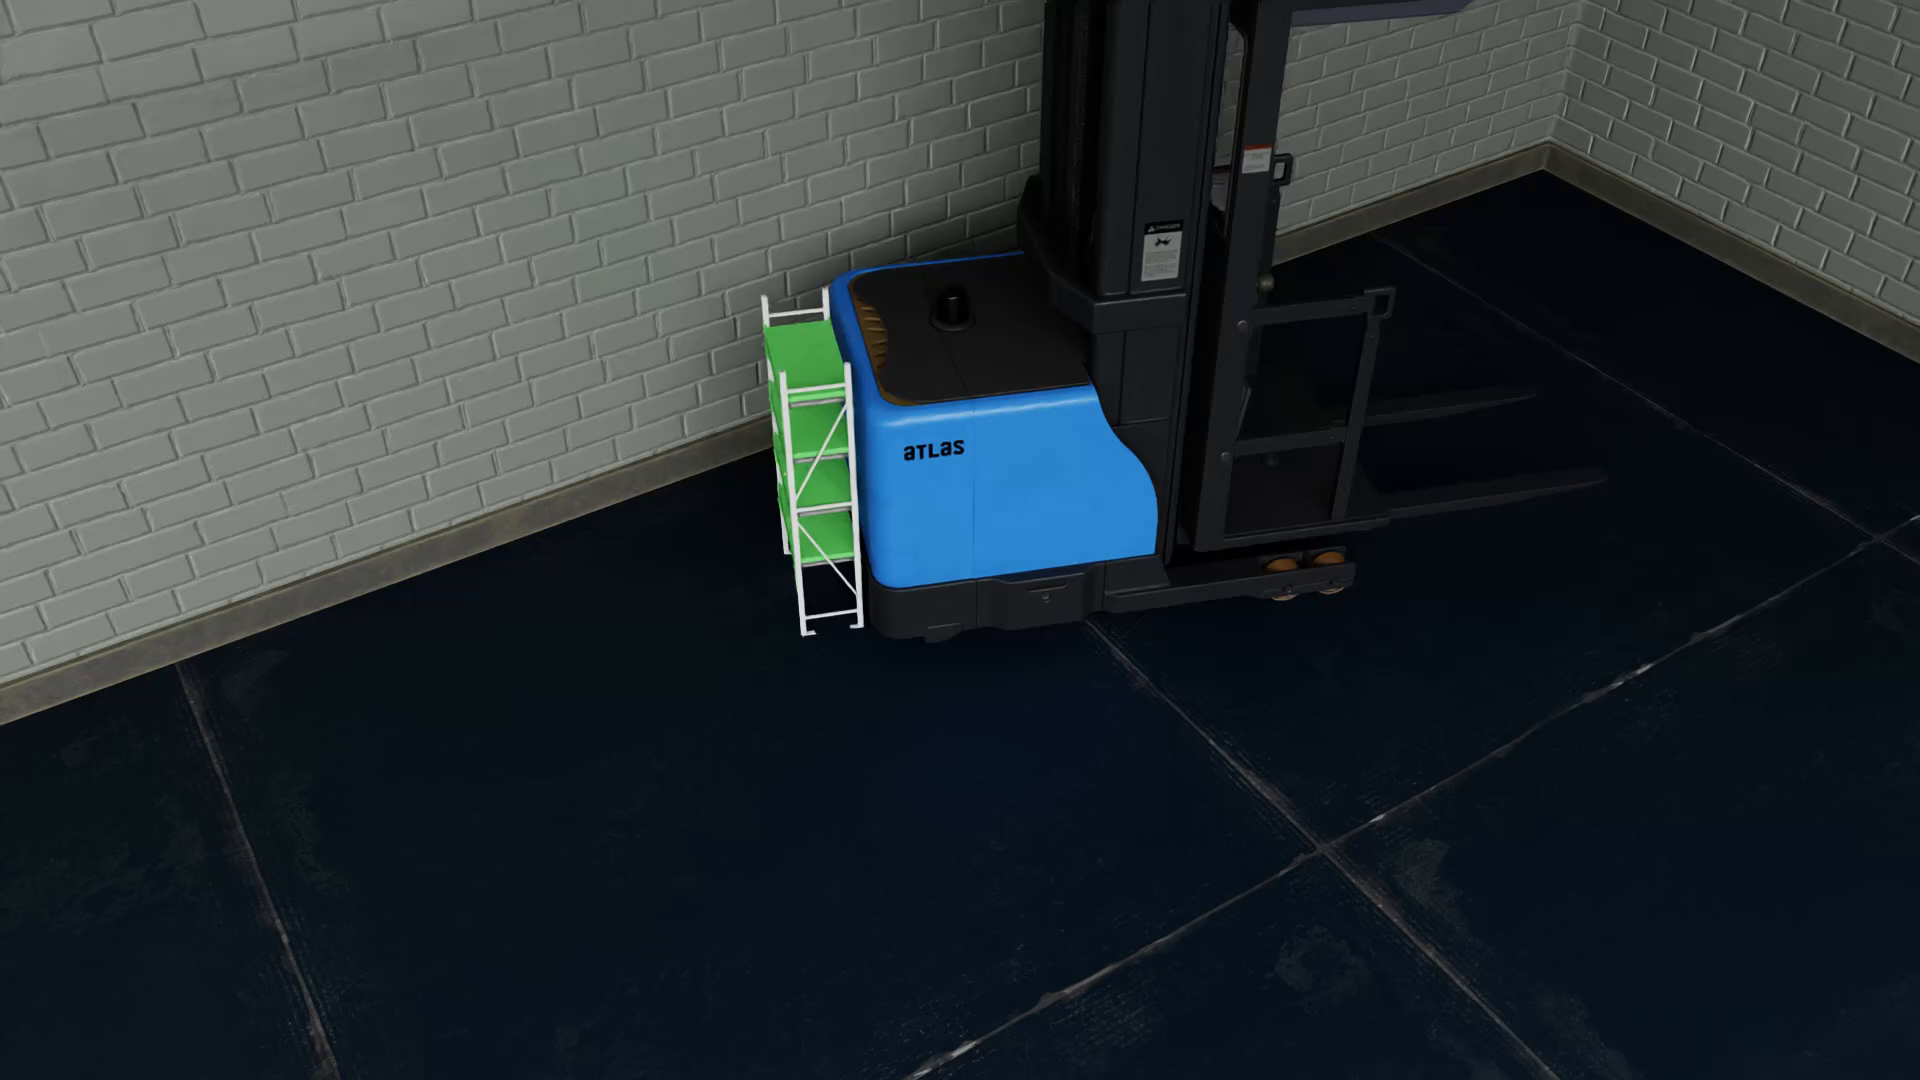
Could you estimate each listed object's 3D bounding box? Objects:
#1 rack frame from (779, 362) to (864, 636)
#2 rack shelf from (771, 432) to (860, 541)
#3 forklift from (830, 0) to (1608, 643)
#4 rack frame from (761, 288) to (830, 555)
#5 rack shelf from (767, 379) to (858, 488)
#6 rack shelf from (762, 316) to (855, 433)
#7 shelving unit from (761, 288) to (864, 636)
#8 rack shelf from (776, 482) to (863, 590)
[{"bbox_3d":[-0.486,-0.117,5.953,0.240,1.200,0.015,-8,40,-9],"label":"rack frame"},{"bbox_3d":[-0.538,-0.221,6.177,0.258,0.148,0.480,-8,40,-9],"label":"rack shelf"},{"bbox_3d":[1.065,-1.215,5.918,3.031,2.935,1.130,-8,40,-9],"label":"forklift"},{"bbox_3d":[-0.590,-0.422,6.320,0.240,1.200,0.015,-8,40,-9],"label":"rack frame"},{"bbox_3d":[-0.538,-0.405,6.024,0.258,0.148,0.480,-8,40,-9],"label":"rack shelf"},{"bbox_3d":[-0.538,-0.589,5.870,0.258,0.148,0.480,-8,40,-9],"label":"rack shelf"},{"bbox_3d":[-0.538,-0.270,6.136,0.258,1.200,0.503,-8,40,-9],"label":"shelving unit"},{"bbox_3d":[-0.538,-0.036,6.331,0.258,0.148,0.480,-8,40,-9],"label":"rack shelf"}]
